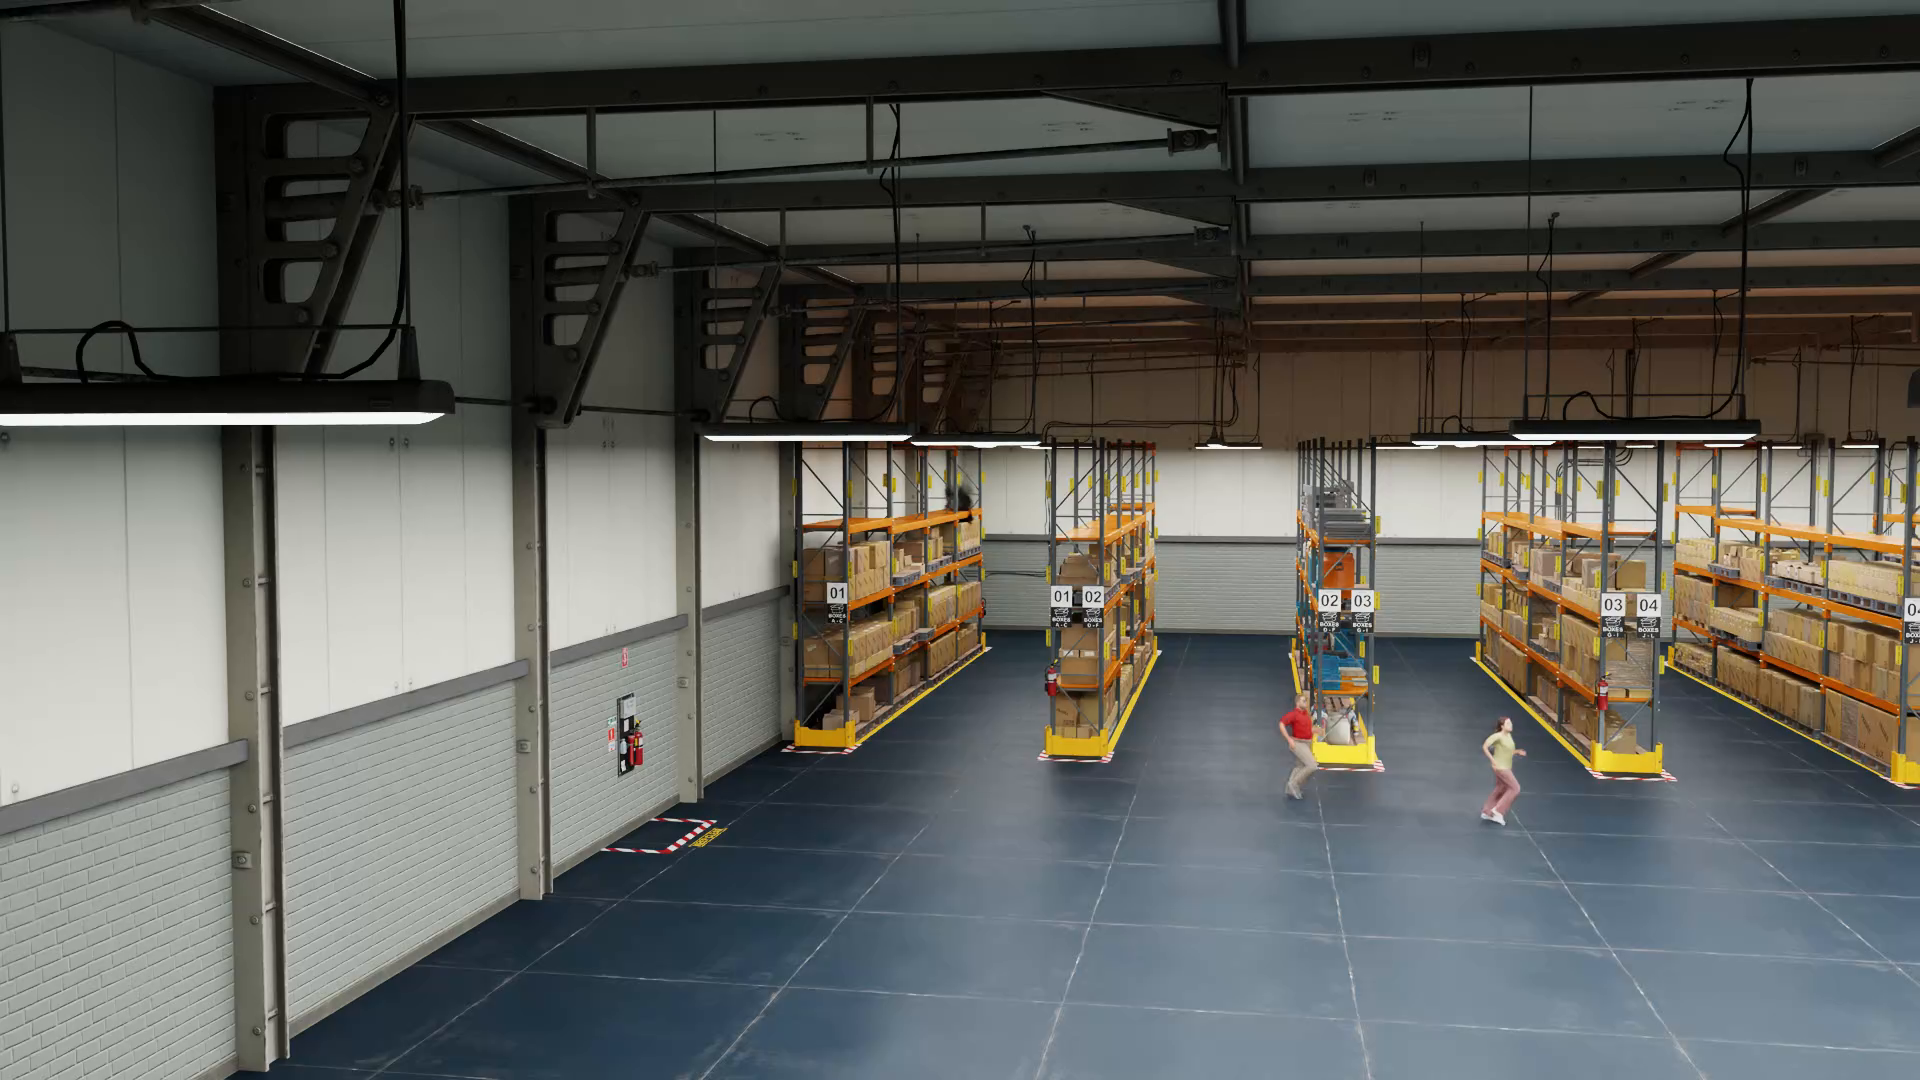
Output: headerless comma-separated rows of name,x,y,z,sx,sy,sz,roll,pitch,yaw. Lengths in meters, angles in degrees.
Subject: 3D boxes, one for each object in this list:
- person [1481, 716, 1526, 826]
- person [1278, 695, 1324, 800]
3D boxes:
person,8.376,3.541,25.614,0.650,1.674,0.552,2,4,35
person,5.665,3.418,27.416,0.669,1.719,0.645,2,4,33
